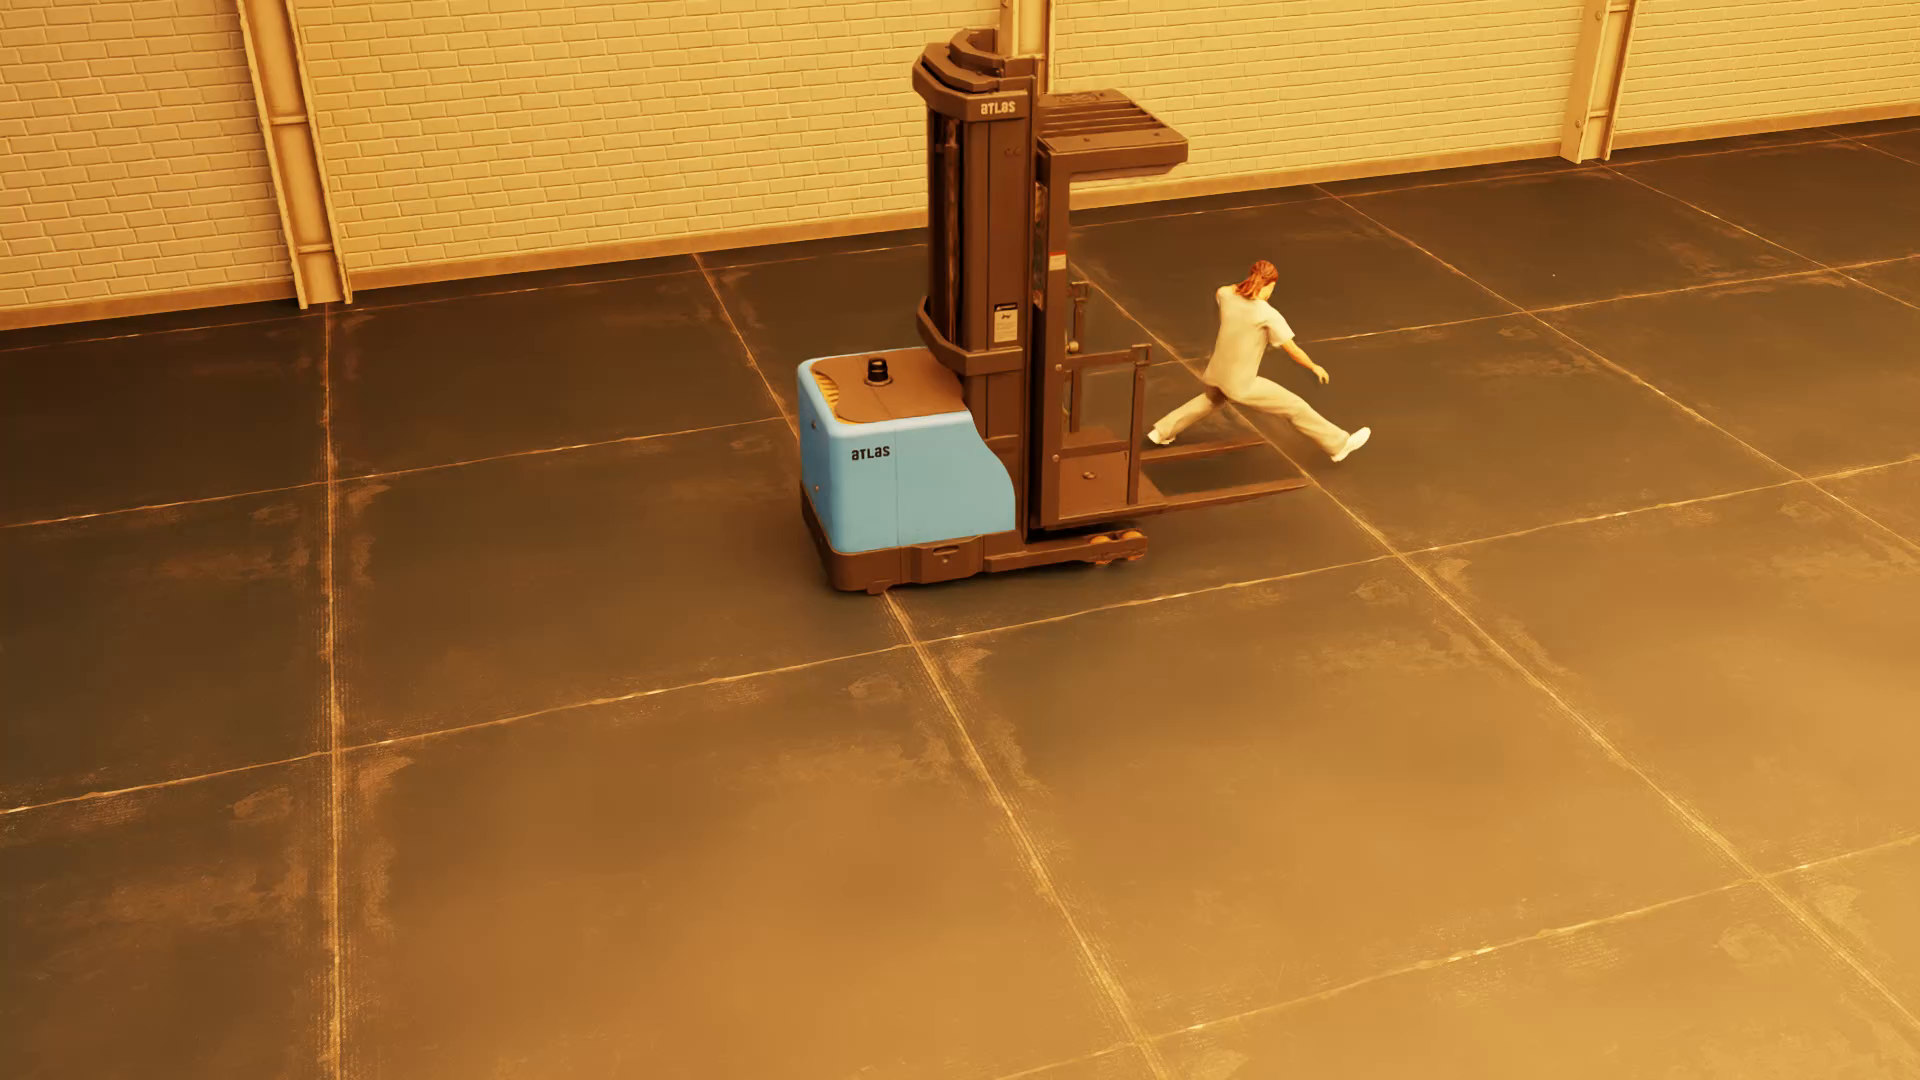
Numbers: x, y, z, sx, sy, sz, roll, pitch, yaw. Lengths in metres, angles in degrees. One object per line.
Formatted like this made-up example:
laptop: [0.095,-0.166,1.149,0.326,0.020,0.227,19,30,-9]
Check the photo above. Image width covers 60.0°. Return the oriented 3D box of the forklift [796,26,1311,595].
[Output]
forklift: [0.606,-1.369,9.466,3.031,2.935,1.130,-8,31,-14]

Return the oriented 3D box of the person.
person: [1.936,-1.126,10.685,1.066,1.374,1.075,-19,35,-29]
